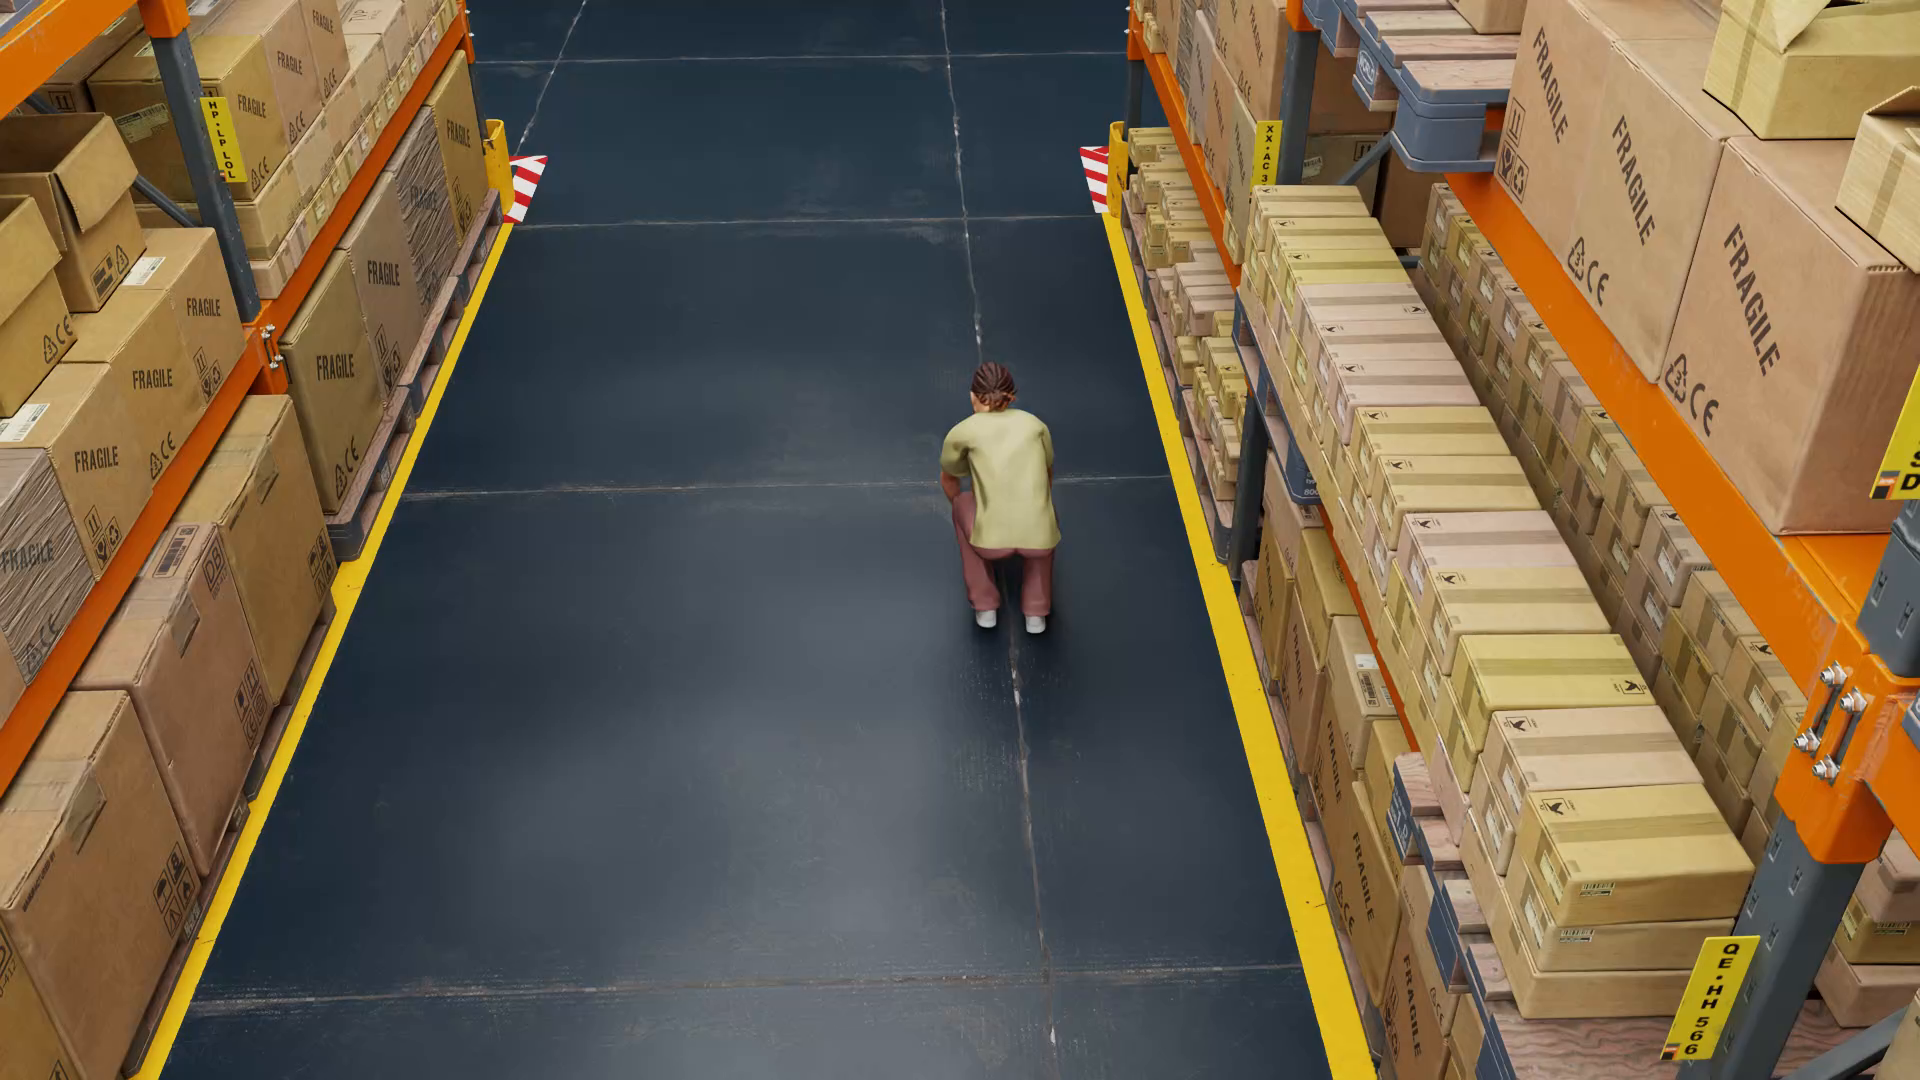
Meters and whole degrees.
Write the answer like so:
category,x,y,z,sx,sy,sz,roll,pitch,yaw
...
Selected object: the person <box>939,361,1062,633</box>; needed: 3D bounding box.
category,x,y,z,sx,sy,sz,roll,pitch,yaw
person,0.169,-0.147,6.916,0.497,1.028,0.763,-2,35,-2
